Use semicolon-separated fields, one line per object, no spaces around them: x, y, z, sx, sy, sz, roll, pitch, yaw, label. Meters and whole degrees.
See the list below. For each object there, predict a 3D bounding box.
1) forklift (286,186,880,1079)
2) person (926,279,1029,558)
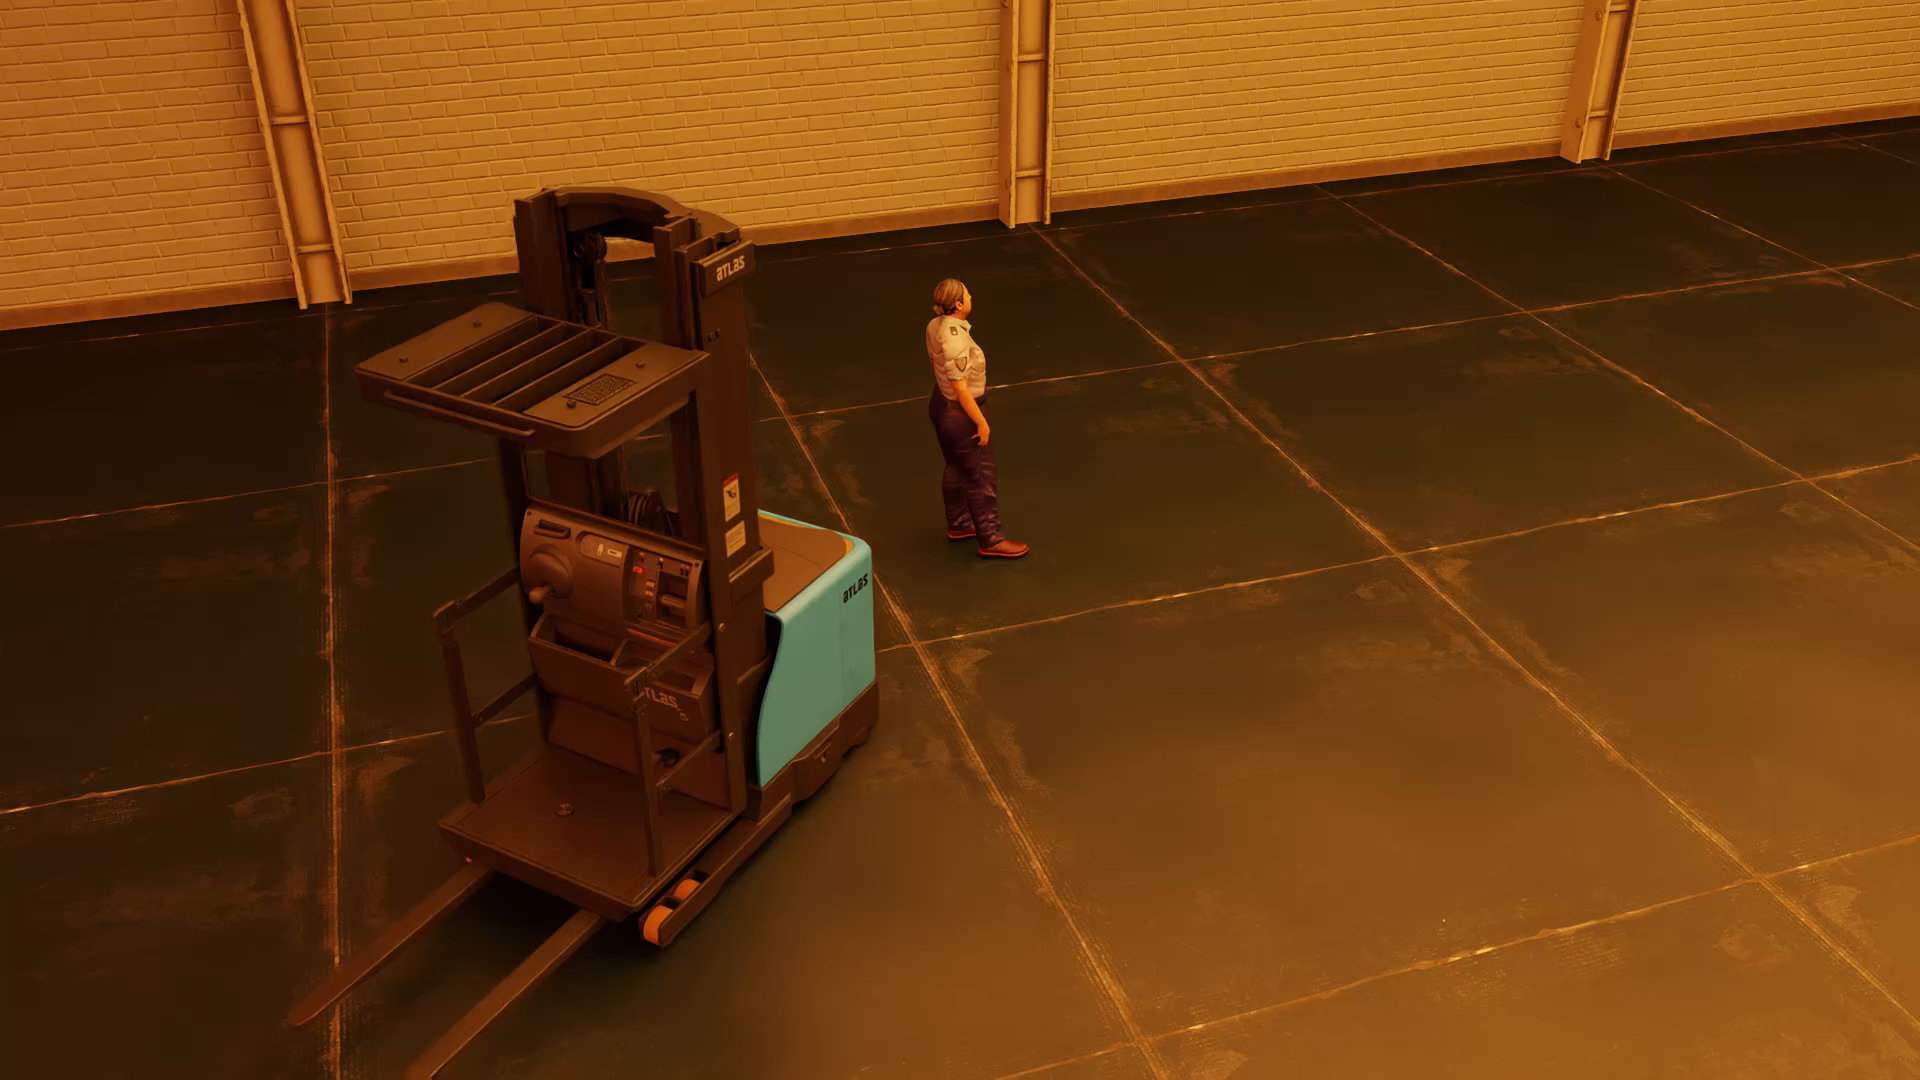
-1.559;0.188;6.761;1.130;2.935;3.031;15;33;25;forklift
0.092;-0.721;9.619;0.503;1.643;0.598;-10;31;-16;person
